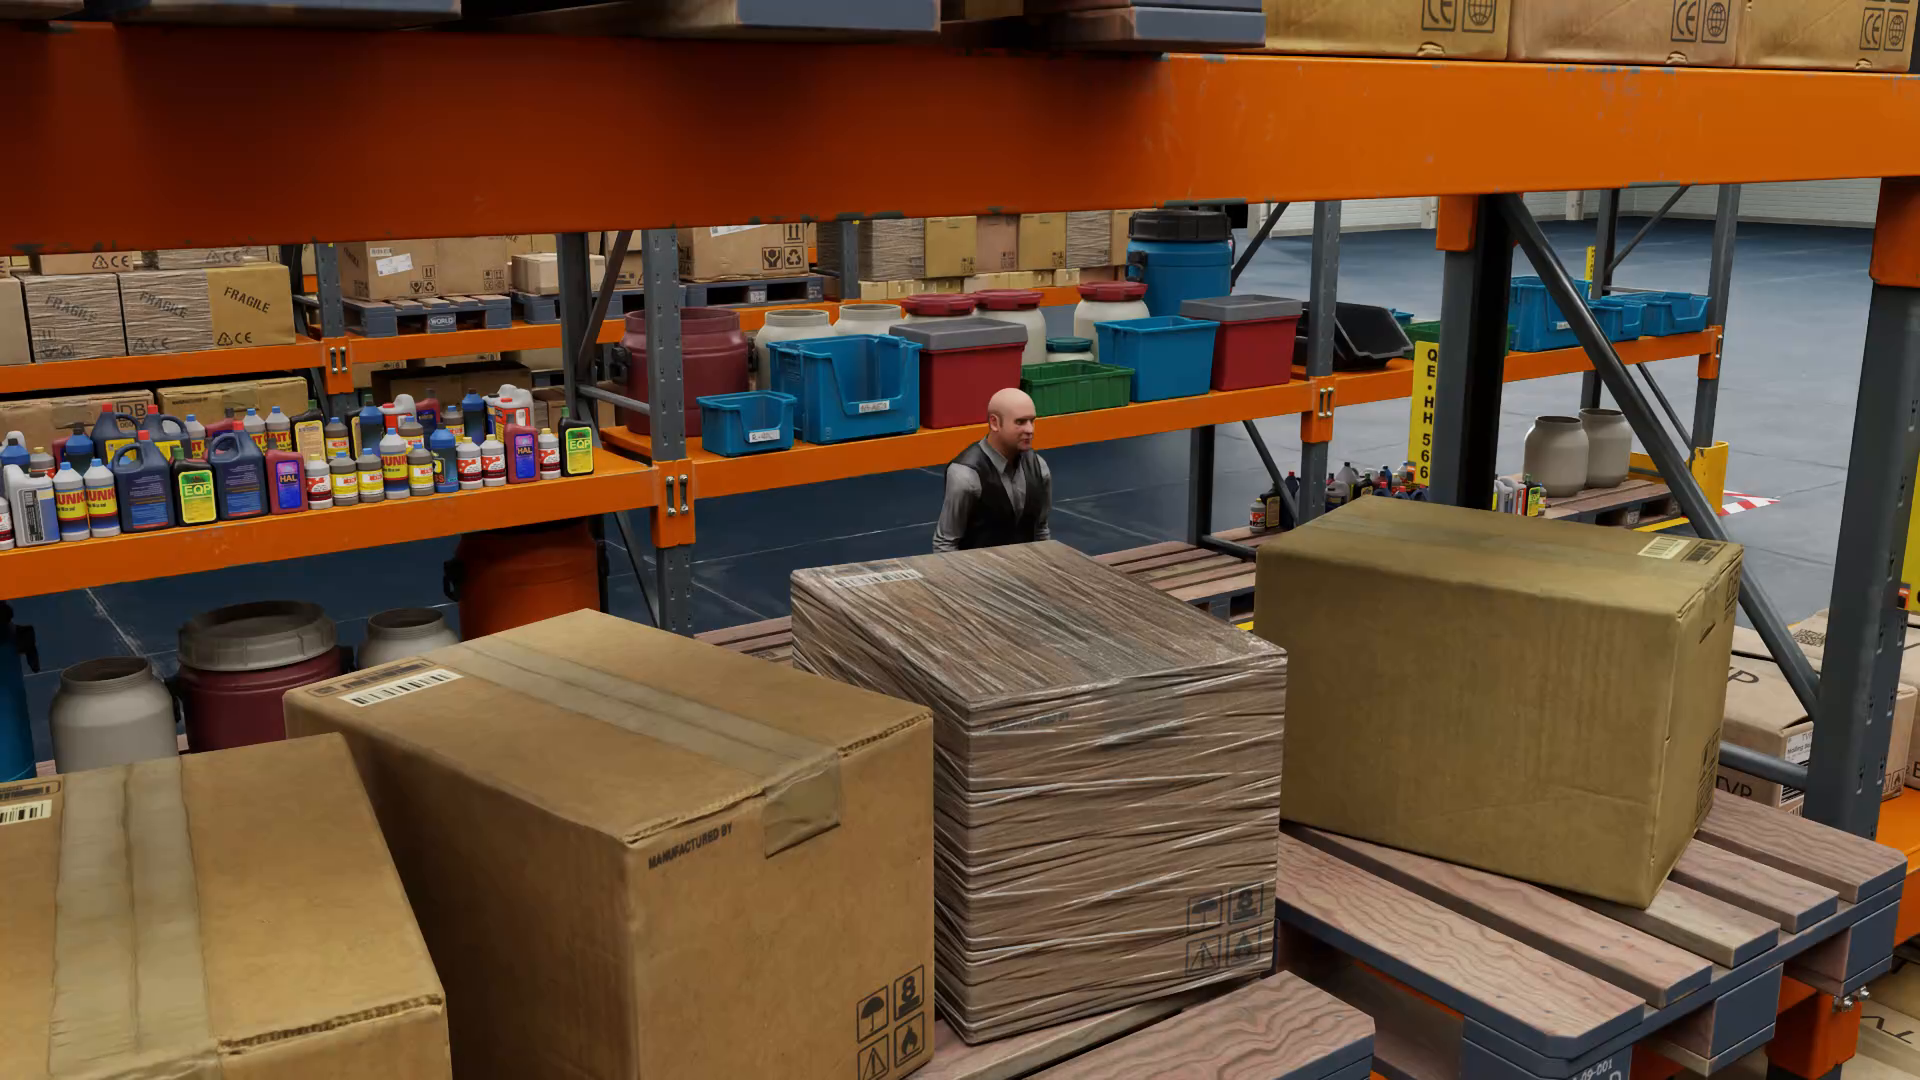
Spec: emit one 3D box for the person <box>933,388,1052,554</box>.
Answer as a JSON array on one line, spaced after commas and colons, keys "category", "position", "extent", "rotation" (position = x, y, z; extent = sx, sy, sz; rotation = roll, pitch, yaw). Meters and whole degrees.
[{"category": "person", "position": [0.151, 0.245, 6.625], "extent": [0.594, 1.722, 0.468], "rotation": [-11, 18, -38]}]
